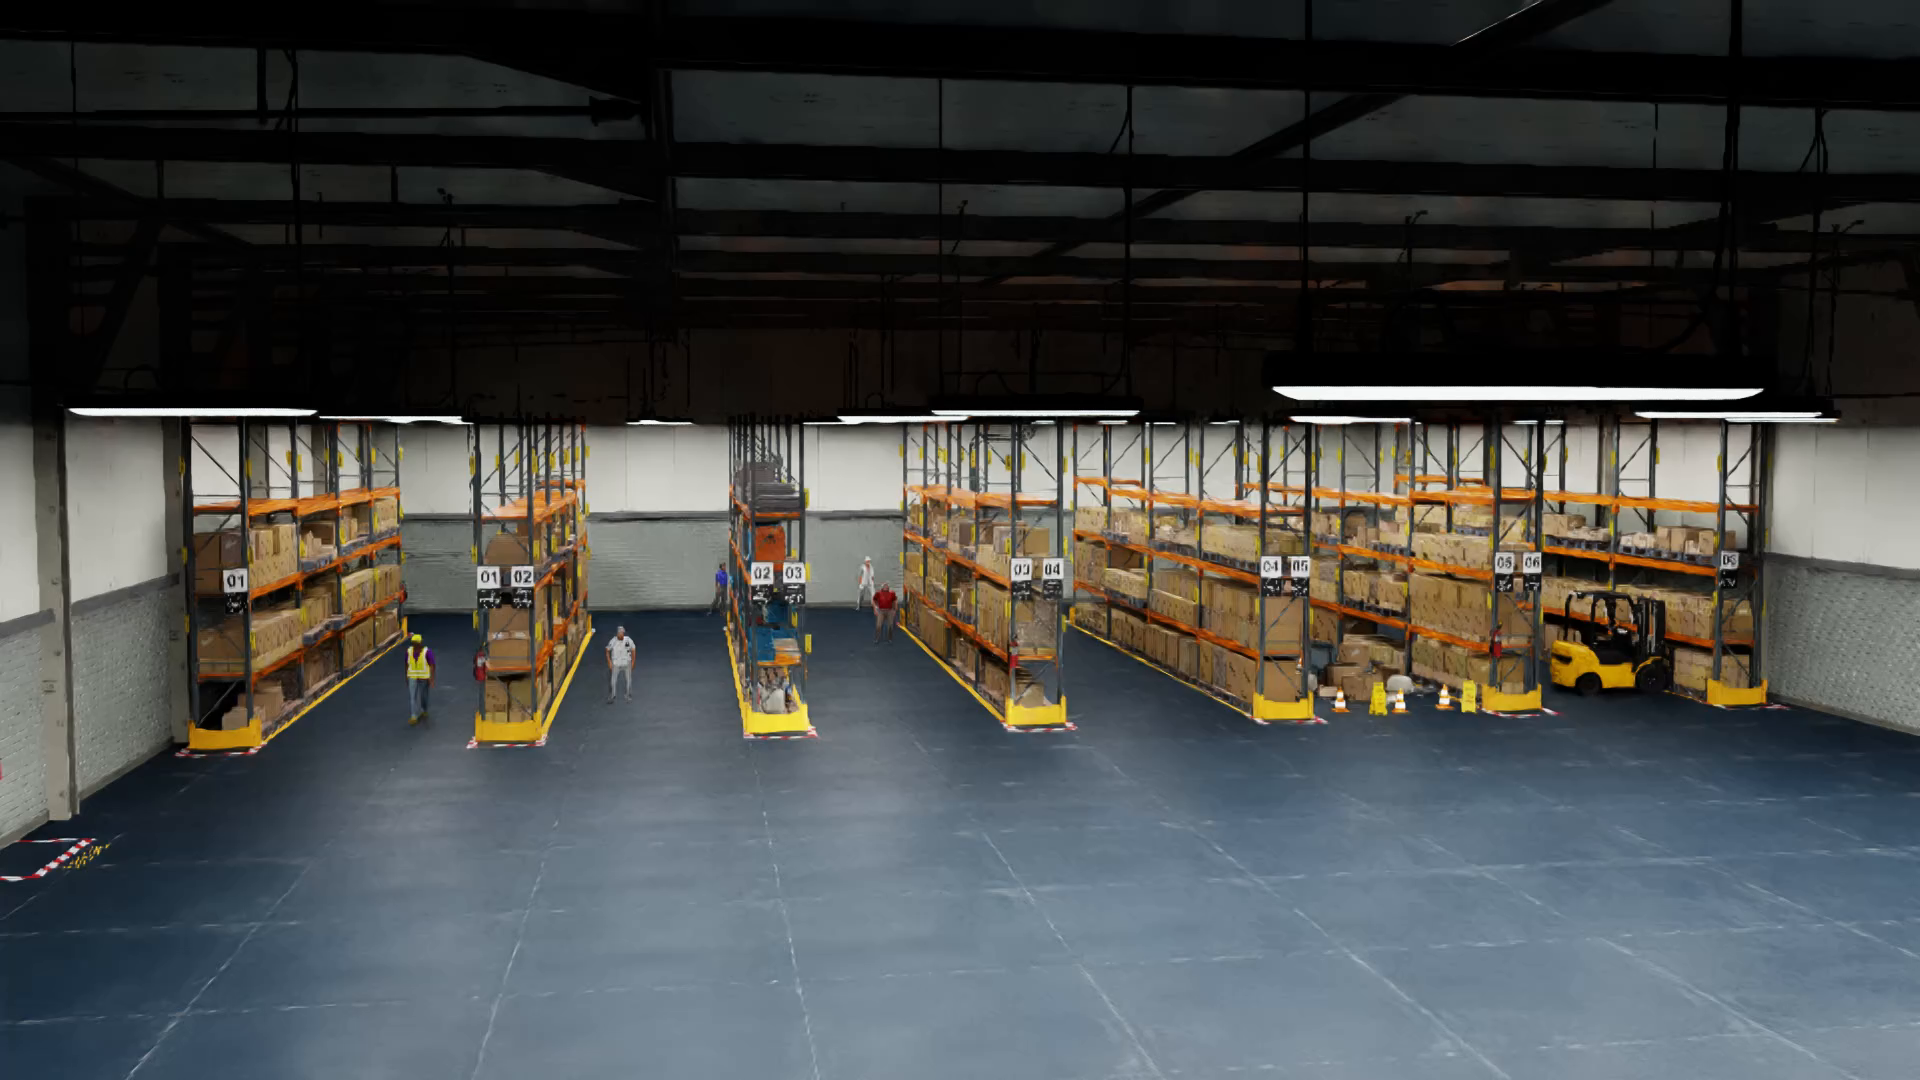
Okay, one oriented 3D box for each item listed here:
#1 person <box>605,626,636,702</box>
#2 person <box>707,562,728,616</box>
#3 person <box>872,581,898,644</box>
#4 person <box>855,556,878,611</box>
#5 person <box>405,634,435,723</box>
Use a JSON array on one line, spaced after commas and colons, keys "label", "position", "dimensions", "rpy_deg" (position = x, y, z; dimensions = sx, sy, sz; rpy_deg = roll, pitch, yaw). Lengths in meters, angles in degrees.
[{"label": "person", "position": [-7.042, 2.578, 34.538], "dimensions": [0.625, 1.611, 0.582], "rpy_deg": [-1, 4, -11]}, {"label": "person", "position": [-7.319, 1.491, 50.219], "dimensions": [0.493, 1.651, 0.652], "rpy_deg": [3, 5, 37]}, {"label": "person", "position": [-1.980, 1.912, 43.832], "dimensions": [0.682, 1.677, 0.535], "rpy_deg": [0, 4, -5]}, {"label": "person", "position": [-2.875, 1.360, 51.509], "dimensions": [0.596, 1.746, 0.970], "rpy_deg": [-2, 5, -32]}, {"label": "person", "position": [-10.516, 2.666, 32.366], "dimensions": [0.589, 1.716, 1.043], "rpy_deg": [-1, 4, -11]}]
